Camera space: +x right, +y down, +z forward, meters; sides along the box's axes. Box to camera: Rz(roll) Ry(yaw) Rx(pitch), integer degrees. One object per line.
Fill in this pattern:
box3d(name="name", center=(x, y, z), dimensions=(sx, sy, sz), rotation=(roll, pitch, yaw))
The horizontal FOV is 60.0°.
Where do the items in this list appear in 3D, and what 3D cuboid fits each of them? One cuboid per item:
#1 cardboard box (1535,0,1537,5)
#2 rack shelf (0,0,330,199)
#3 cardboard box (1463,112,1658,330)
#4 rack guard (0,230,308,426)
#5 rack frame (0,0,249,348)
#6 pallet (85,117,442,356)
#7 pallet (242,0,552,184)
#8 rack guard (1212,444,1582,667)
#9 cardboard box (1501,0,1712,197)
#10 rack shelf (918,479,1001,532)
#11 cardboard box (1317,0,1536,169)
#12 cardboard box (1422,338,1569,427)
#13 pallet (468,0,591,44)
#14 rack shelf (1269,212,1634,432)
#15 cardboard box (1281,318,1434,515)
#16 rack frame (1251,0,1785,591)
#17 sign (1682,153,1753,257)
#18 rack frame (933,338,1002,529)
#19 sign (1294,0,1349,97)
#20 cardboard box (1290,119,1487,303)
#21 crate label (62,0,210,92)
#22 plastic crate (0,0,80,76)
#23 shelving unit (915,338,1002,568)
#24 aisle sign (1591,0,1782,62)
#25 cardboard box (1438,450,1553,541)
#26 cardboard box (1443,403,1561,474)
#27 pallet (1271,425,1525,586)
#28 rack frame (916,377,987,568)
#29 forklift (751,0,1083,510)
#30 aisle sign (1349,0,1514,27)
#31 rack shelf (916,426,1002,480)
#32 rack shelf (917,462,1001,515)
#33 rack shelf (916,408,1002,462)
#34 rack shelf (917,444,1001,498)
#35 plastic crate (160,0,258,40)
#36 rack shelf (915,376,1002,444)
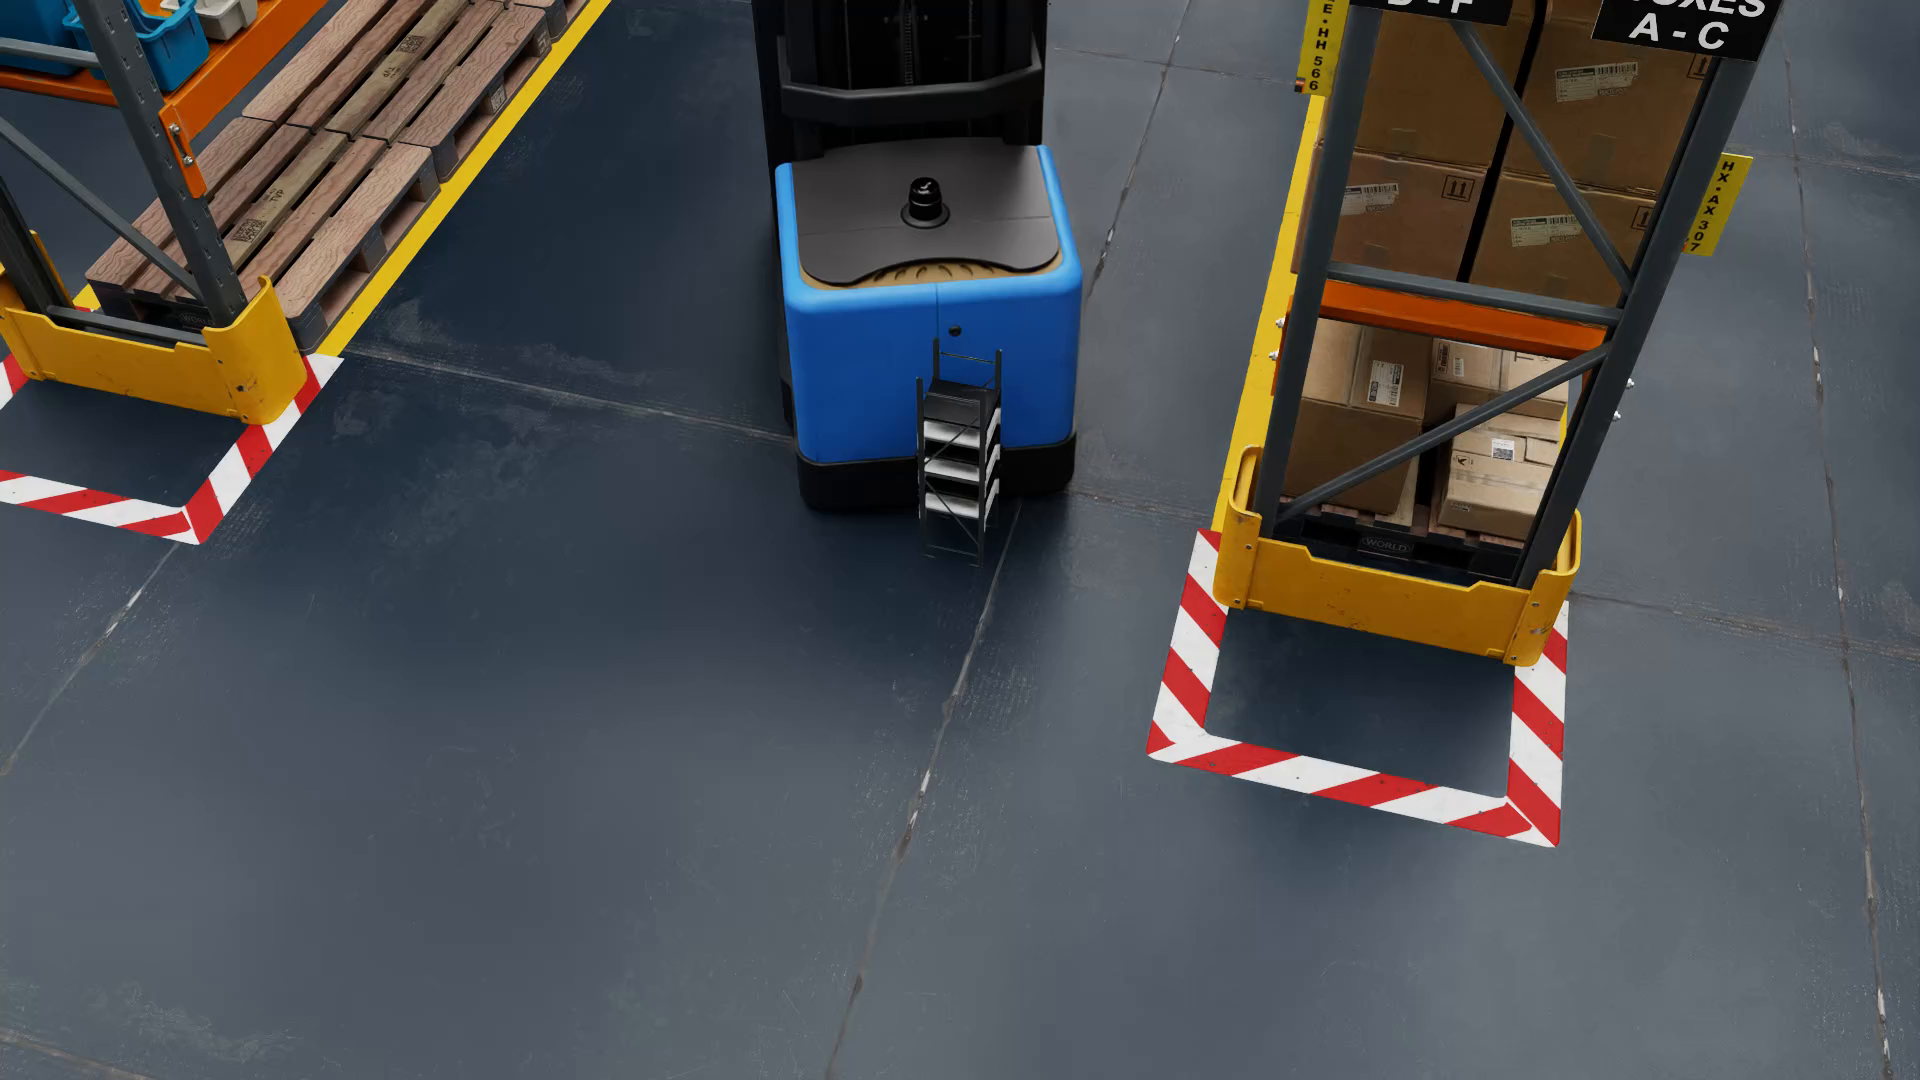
box3d(name="cardboard box", center=(1.998, -1.731, 5.044), dimensions=(0.500, 0.500, 0.500), rotation=(12, 50, 10))
box3d(name="rack shelf", center=(-2.755, -2.907, 7.295), dimensions=(1.077, 0.370, 4.000), rotation=(12, 50, 10))
box3d(name="cardboard box", center=(1.868, -1.021, 5.083), dimensions=(0.500, 0.500, 0.500), rotation=(13, 50, 11))
box3d(name="rack guard", center=(-3.275, -0.852, 6.668), dimensions=(1.175, 0.500, 0.348), rotation=(12, 50, 10))
box3d(name="rack frame", center=(-3.281, -1.699, 5.749), dimensions=(1.000, 3.000, 0.127), rotation=(12, 50, 10))
box3d(name="pallet", center=(-3.026, -1.365, 7.314), dimensions=(1.003, 0.211, 1.213), rotation=(12, 50, 10))
box3d(name="pallet", center=(-2.703, -2.245, 8.090), dimensions=(1.003, 0.211, 1.213), rotation=(12, 50, 10))
box3d(name="rack guard", center=(1.517, 0.054, 5.869), dimensions=(1.175, 0.500, 0.348), rotation=(12, 50, 10))
box3d(name="cardboard box", center=(1.868, -1.351, 4.709), dimensions=(0.500, 0.500, 0.500), rotation=(13, 50, 11))
box3d(name="rack shelf", center=(-0.002, -0.151, 6.067), dimensions=(0.258, 0.077, 0.200), rotation=(12, 50, 10))
box3d(name="cardboard box", center=(1.349, -1.459, 4.803), dimensions=(0.500, 0.500, 0.500), rotation=(11, 50, 10))
box3d(name="cardboard box", center=(2.045, -0.653, 6.366), dimensions=(0.500, 0.250, 0.500), rotation=(12, 50, 10))
box3d(name="pallet", center=(-2.384, -3.130, 8.871), dimensions=(1.003, 0.211, 1.213), rotation=(12, 50, 10))
box3d(name="rack shelf", center=(2.023, -1.927, 6.430), dimensions=(1.077, 0.370, 4.000), rotation=(12, 50, 10))
box3d(name="cardboard box", center=(1.402, -0.479, 6.046), dimensions=(0.500, 0.500, 0.500), rotation=(12, 50, 10))
box3d(name="rack frame", center=(1.497, -0.719, 4.884), dimensions=(1.000, 3.000, 0.127), rotation=(12, 50, 10))
box3d(name="sign", center=(2.020, -0.898, 4.465), dimensions=(0.100, 0.325, 0.005), rotation=(12, 50, 10))
box3d(name="rack frame", center=(0.025, -0.365, 5.972), dimensions=(0.240, 0.900, 0.006), rotation=(12, 50, 10))
box3d(name="sign", center=(0.967, -1.330, 4.440), dimensions=(0.100, 0.325, 0.005), rotation=(12, 50, 10))
box3d(name="cardboard box", center=(1.352, -1.129, 5.179), dimensions=(0.500, 0.500, 0.500), rotation=(13, 50, 11))
box3d(name="crate label", center=(-2.898, -1.777, 5.889), dimensions=(0.416, 0.233, 0.303), rotation=(12, 50, 10))
box3d(name="plastic crate", center=(-3.373, -2.009, 5.959), dimensions=(0.616, 0.435, 0.499), rotation=(12, 50, 10))
box3d(name="shelving unit", center=(-0.002, -0.292, 5.907), dimensions=(0.258, 0.900, 0.210), rotation=(12, 50, 10))
box3d(name="aisle sign", center=(1.762, -1.471, 3.814), dimensions=(0.394, 0.787, 0.004), rotation=(12, 50, 10))
box3d(name="cardboard box", center=(1.939, -0.156, 5.995), dimensions=(0.380, 0.149, 0.250), rotation=(12, 50, 10))
box3d(name="cardboard box", center=(2.004, -0.342, 6.148), dimensions=(0.380, 0.166, 0.250), rotation=(12, 50, 10))
box3d(name="pallet", center=(1.726, -0.428, 6.487), dimensions=(1.003, 0.211, 1.213), rotation=(12, 50, 10))
box3d(name="rack frame", center=(-0.029, -0.218, 5.843), dimensions=(0.240, 0.900, 0.006), rotation=(12, 50, 10))
box3d(name="forklift", center=(-0.249, -2.201, 6.237), dimensions=(1.130, 2.935, 3.031), rotation=(-5, 49, -4))
box3d(name="aisle sign", center=(1.183, -1.590, 3.919), dimensions=(0.394, 0.787, 0.004), rotation=(12, 50, 10))
box3d(name="rack shelf", center=(-0.002, -0.329, 5.865), dimensions=(0.258, 0.077, 0.200), rotation=(12, 50, 10))
box3d(name="rack shelf", center=(-0.002, -0.210, 6.000), dimensions=(0.258, 0.077, 0.200), rotation=(12, 50, 10))
box3d(name="rack shelf", center=(-0.002, -0.389, 5.797), dimensions=(0.258, 0.077, 0.200), rotation=(12, 50, 10))
box3d(name="rack shelf", center=(-0.002, -0.270, 5.932), dimensions=(0.258, 0.077, 0.200), rotation=(12, 50, 10))
box3d(name="plastic crate", center=(-2.734, -1.961, 6.116), dimensions=(0.250, 0.136, 0.298), rotation=(12, 50, 10))
box3d(name="rack shelf", center=(-0.002, -0.449, 5.730), dimensions=(0.258, 0.077, 0.200), rotation=(12, 50, 10))
